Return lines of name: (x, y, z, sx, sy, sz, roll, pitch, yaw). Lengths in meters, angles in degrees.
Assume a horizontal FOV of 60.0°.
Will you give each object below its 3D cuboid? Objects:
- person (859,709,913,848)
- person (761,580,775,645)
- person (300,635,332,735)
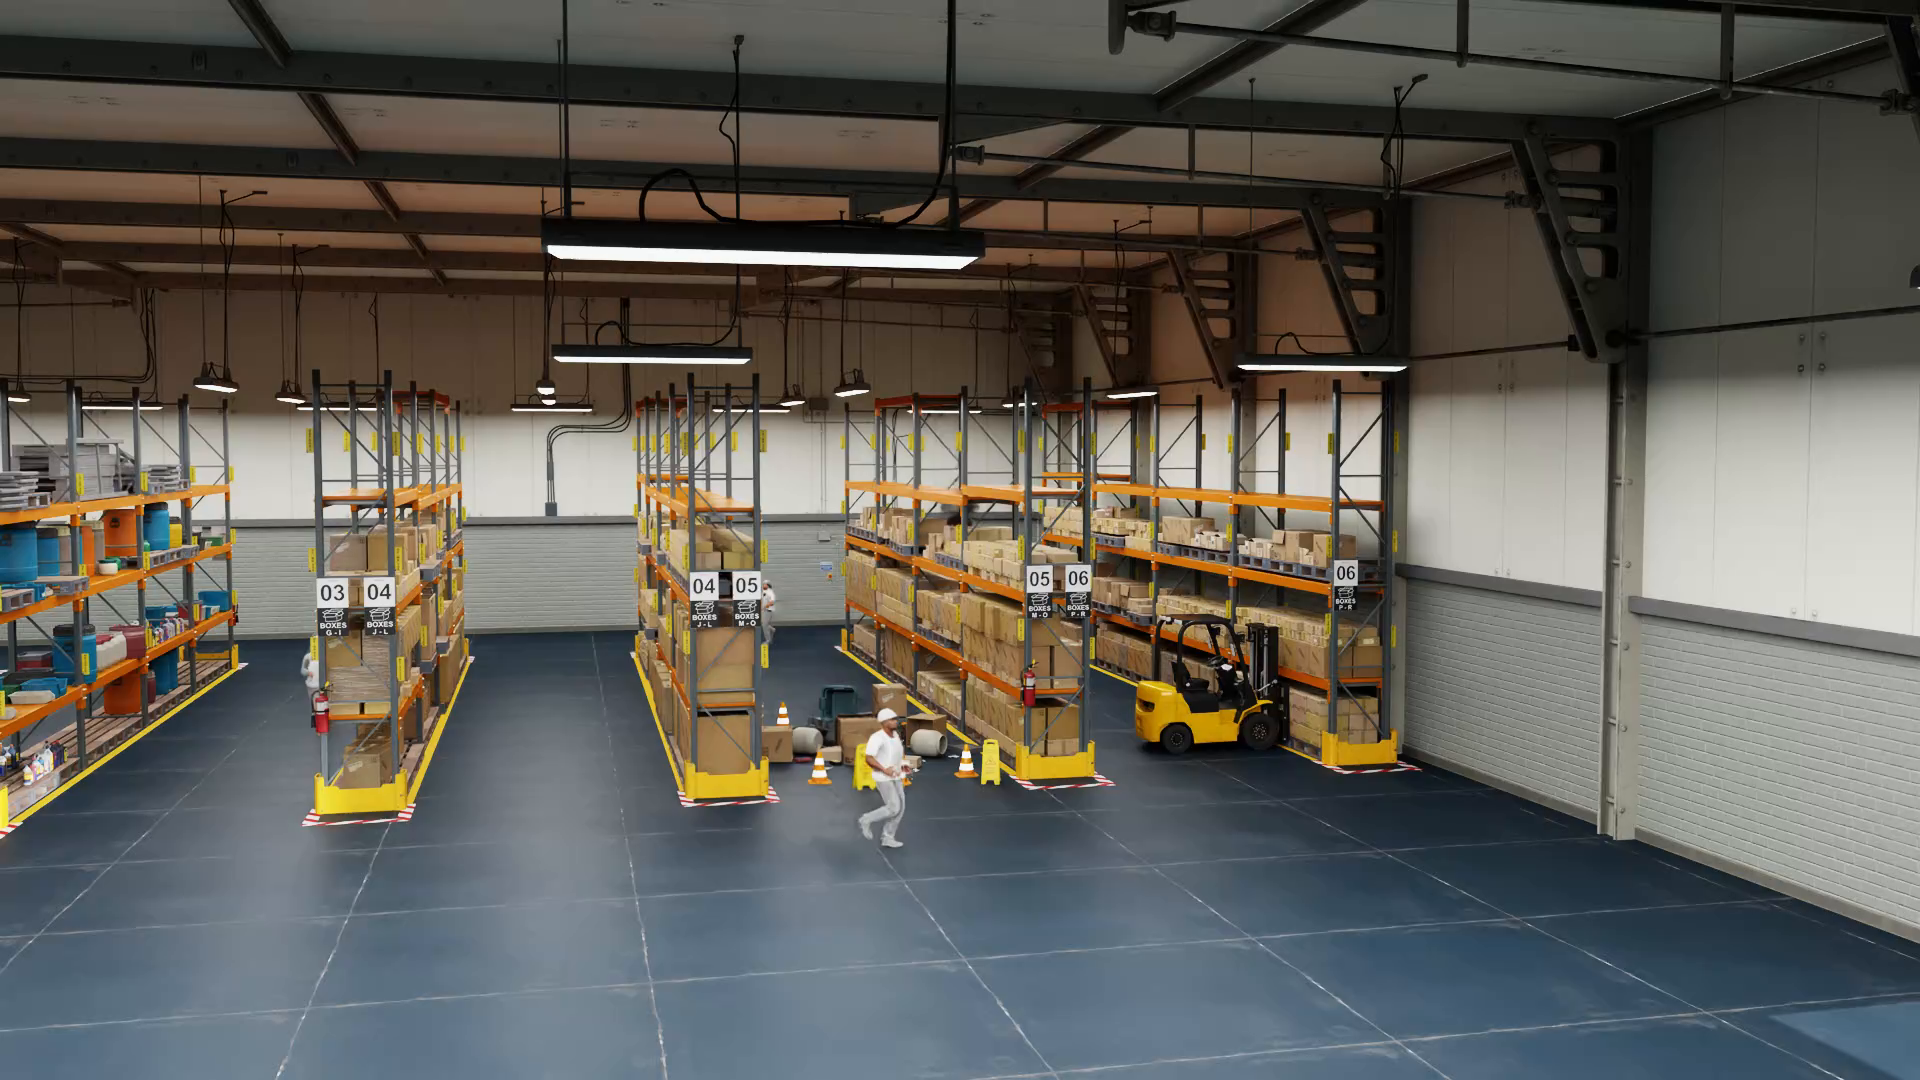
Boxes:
person: (-0.934, 2.947, 20.655, 0.597, 1.722, 0.689, 2, 4, 25)
person: (-4.843, 1.800, 41.555, 0.548, 1.623, 0.607, -2, 4, -29)
person: (-10.901, 2.486, 28.364, 0.647, 1.735, 0.602, -1, 4, -21)
